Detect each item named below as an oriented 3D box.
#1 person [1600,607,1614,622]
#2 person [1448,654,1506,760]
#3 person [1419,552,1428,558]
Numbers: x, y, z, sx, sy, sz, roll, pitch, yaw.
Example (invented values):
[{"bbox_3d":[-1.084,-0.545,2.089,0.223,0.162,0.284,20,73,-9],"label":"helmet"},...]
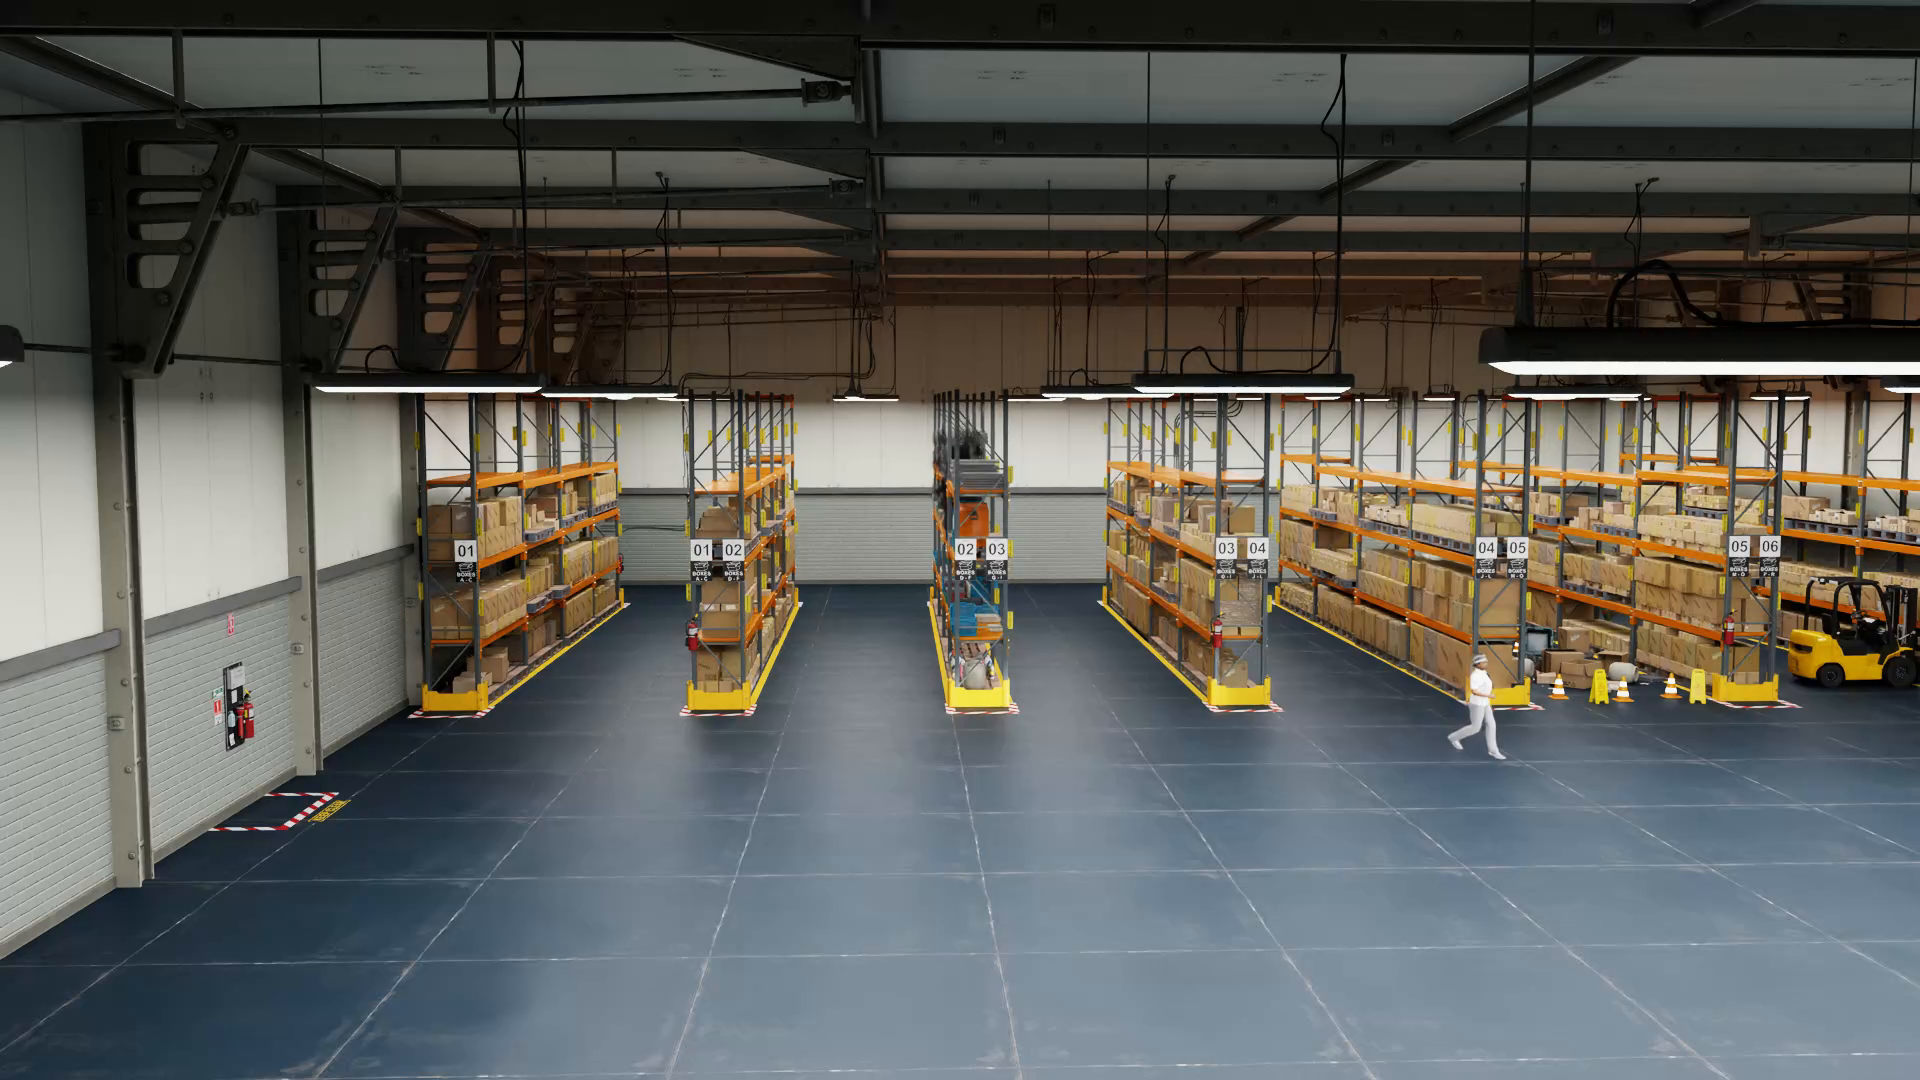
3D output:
[{"bbox_3d":[16.816,1.297,43.433,0.644,1.741,0.609,-2,5,-19],"label":"person"},{"bbox_3d":[8.409,2.682,26.989,0.920,1.710,0.590,3,6,34],"label":"person"},{"bbox_3d":[13.692,0.882,49.348,0.545,1.642,0.618,0,5,0],"label":"person"}]
